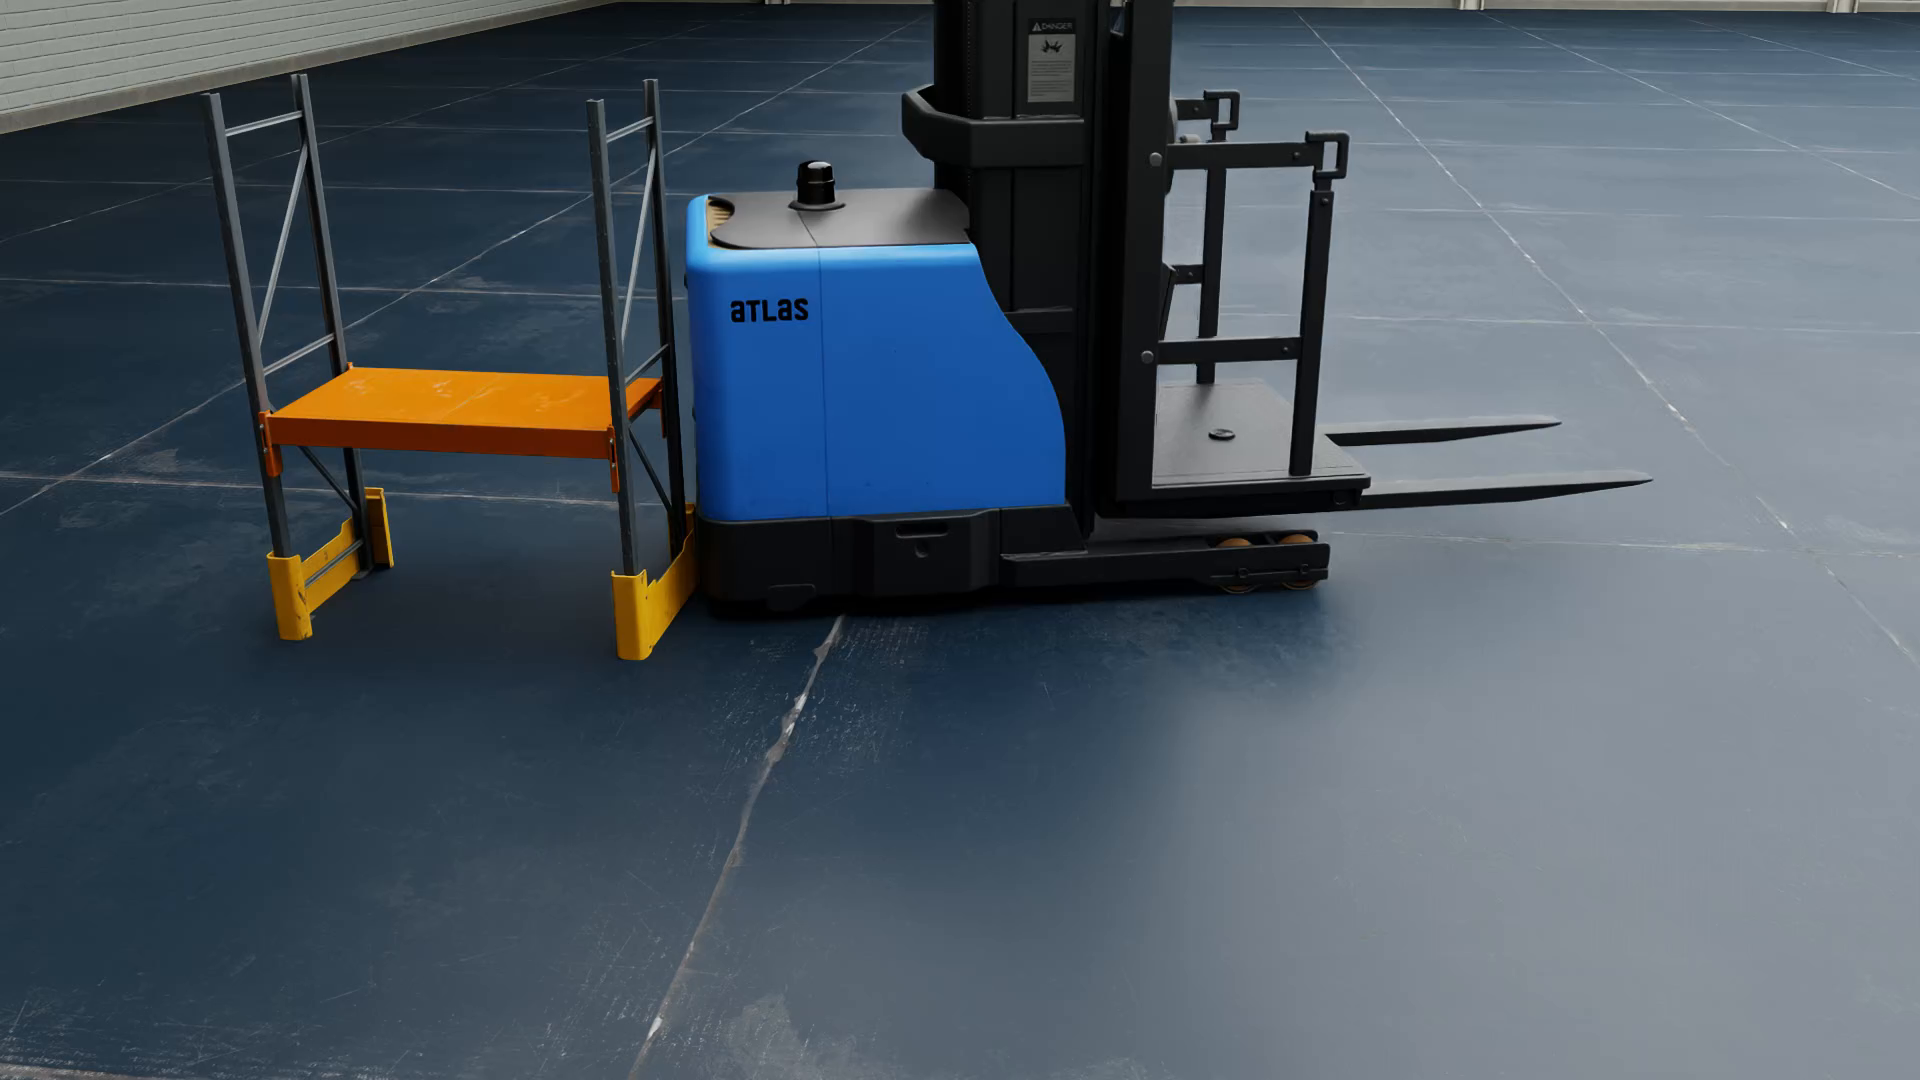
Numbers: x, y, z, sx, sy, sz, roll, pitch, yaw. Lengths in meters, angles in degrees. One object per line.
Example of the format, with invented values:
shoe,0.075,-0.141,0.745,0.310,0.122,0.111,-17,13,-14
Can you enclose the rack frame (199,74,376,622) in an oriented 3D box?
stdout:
rack frame,-1.881,-0.521,4.718,0.032,1.500,0.500,3,22,7

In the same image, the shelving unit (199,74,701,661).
shelving unit,-1.368,-0.496,4.655,1.083,1.500,0.587,3,22,7

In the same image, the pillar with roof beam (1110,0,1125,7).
pillar with roof beam,2.209,-11.897,23.294,0.400,9.000,9.100,2,22,6

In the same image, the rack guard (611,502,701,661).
rack guard,-0.874,0.109,4.824,0.087,0.250,0.587,3,22,7

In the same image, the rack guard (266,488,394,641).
rack guard,-1.862,0.061,4.945,0.087,0.250,0.587,3,22,7

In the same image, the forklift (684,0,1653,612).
forklift,0.677,-1.388,4.965,3.031,2.935,1.130,-3,22,-8

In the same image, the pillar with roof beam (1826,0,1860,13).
pillar with roof beam,14.125,-11.378,21.980,0.400,9.000,9.100,2,22,6

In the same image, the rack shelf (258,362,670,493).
rack shelf,-1.377,-0.329,4.722,1.000,0.185,0.538,3,22,7

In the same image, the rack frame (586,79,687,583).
rack frame,-0.873,-0.472,4.594,0.032,1.500,0.500,3,22,7

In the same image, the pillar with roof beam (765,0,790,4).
pillar with roof beam,-3.749,-12.157,23.950,0.400,9.000,9.100,2,22,6

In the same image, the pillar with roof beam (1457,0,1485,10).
pillar with roof beam,8.167,-11.638,22.637,0.400,9.000,9.100,2,22,6
